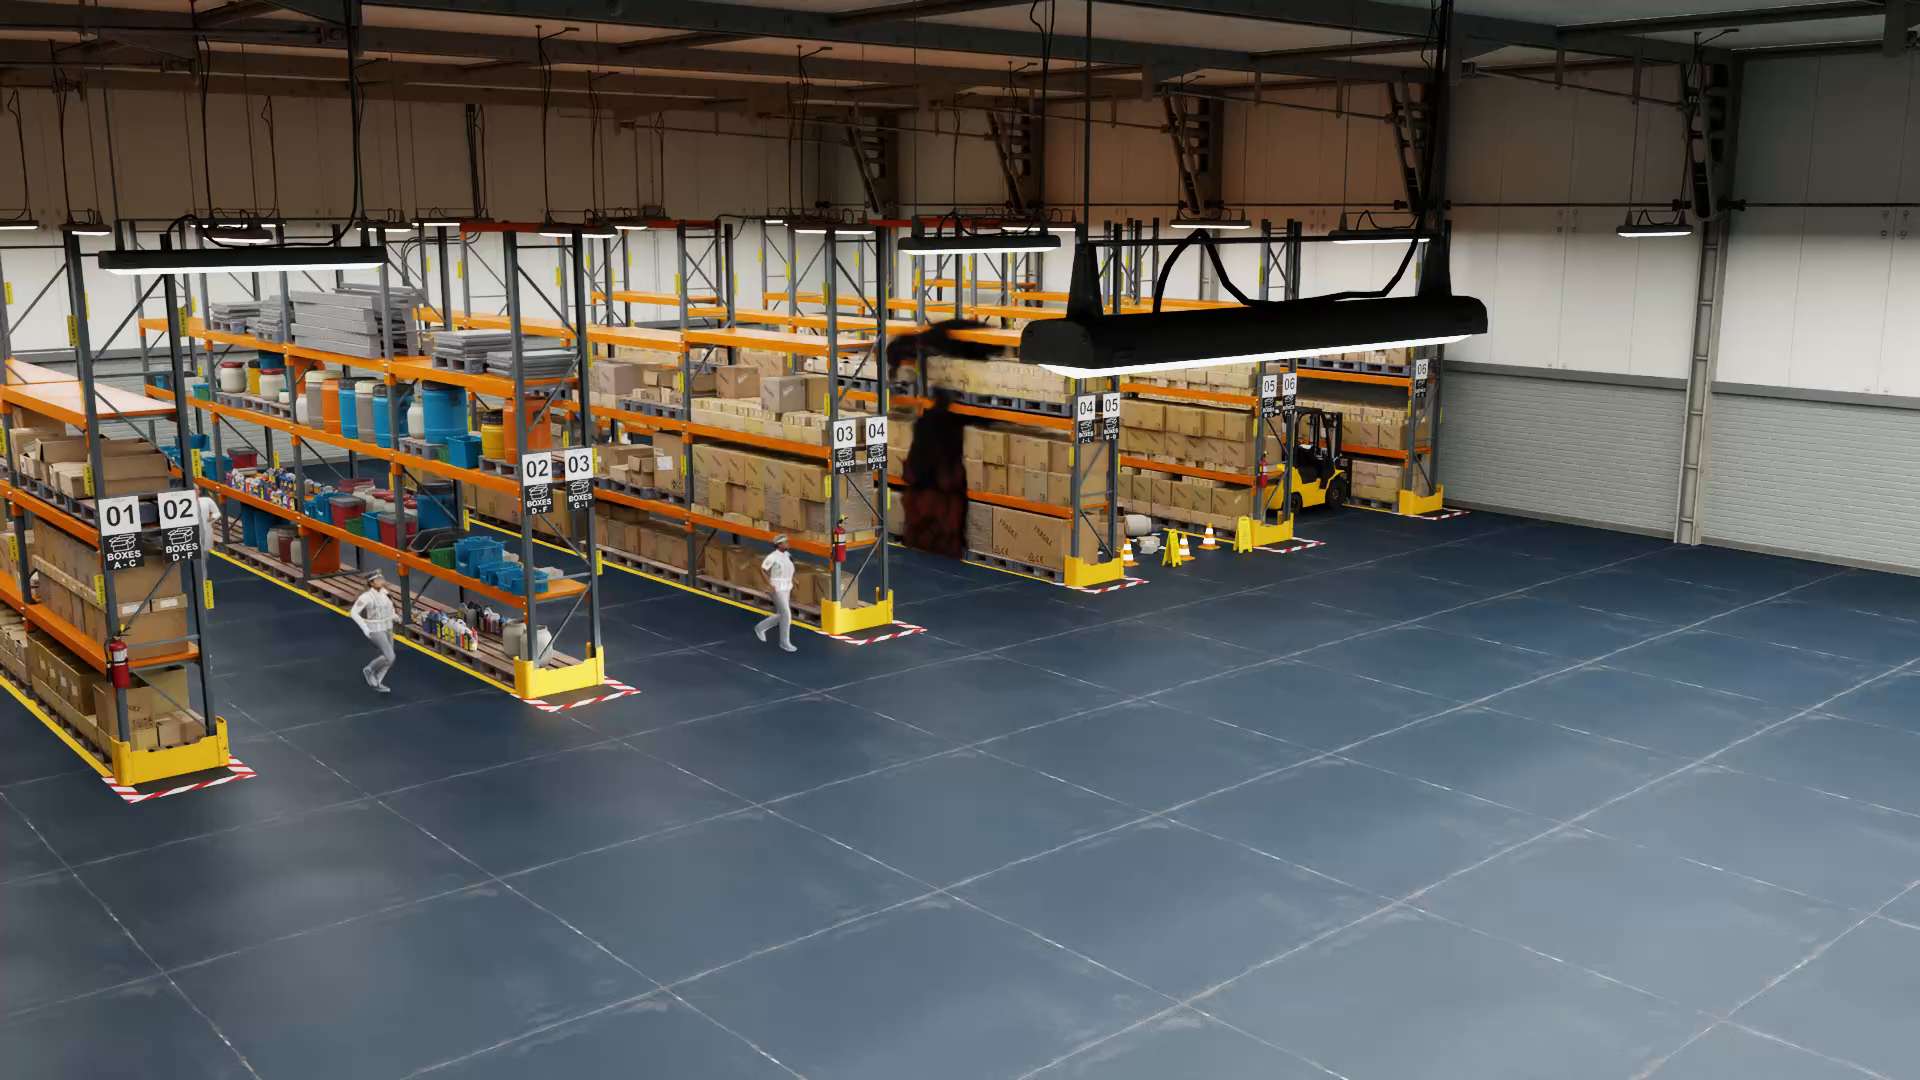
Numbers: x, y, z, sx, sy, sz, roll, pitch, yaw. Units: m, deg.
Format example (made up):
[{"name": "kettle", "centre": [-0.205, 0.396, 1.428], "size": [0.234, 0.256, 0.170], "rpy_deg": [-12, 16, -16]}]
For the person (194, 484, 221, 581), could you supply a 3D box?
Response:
[{"name": "person", "centre": [-12.632, -0.057, 27.642], "size": [0.686, 1.804, 0.987], "rpy_deg": [-9, 14, -37]}]

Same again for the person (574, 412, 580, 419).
[{"name": "person", "centre": [-9.354, -2.424, 40.292], "size": [0.596, 1.412, 0.555], "rpy_deg": [6, 13, 29]}]

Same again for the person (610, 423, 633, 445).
[{"name": "person", "centre": [-7.331, -1.715, 36.153], "size": [0.569, 1.666, 0.940], "rpy_deg": [-8, 14, -36]}]

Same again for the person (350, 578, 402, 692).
[{"name": "person", "centre": [-7.564, 1.214, 21.787], "size": [0.541, 1.613, 0.603], "rpy_deg": [4, 12, 21]}]

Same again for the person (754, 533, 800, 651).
[{"name": "person", "centre": [-2.632, 0.734, 24.117], "size": [0.746, 1.675, 0.607], "rpy_deg": [5, 13, 24]}]
